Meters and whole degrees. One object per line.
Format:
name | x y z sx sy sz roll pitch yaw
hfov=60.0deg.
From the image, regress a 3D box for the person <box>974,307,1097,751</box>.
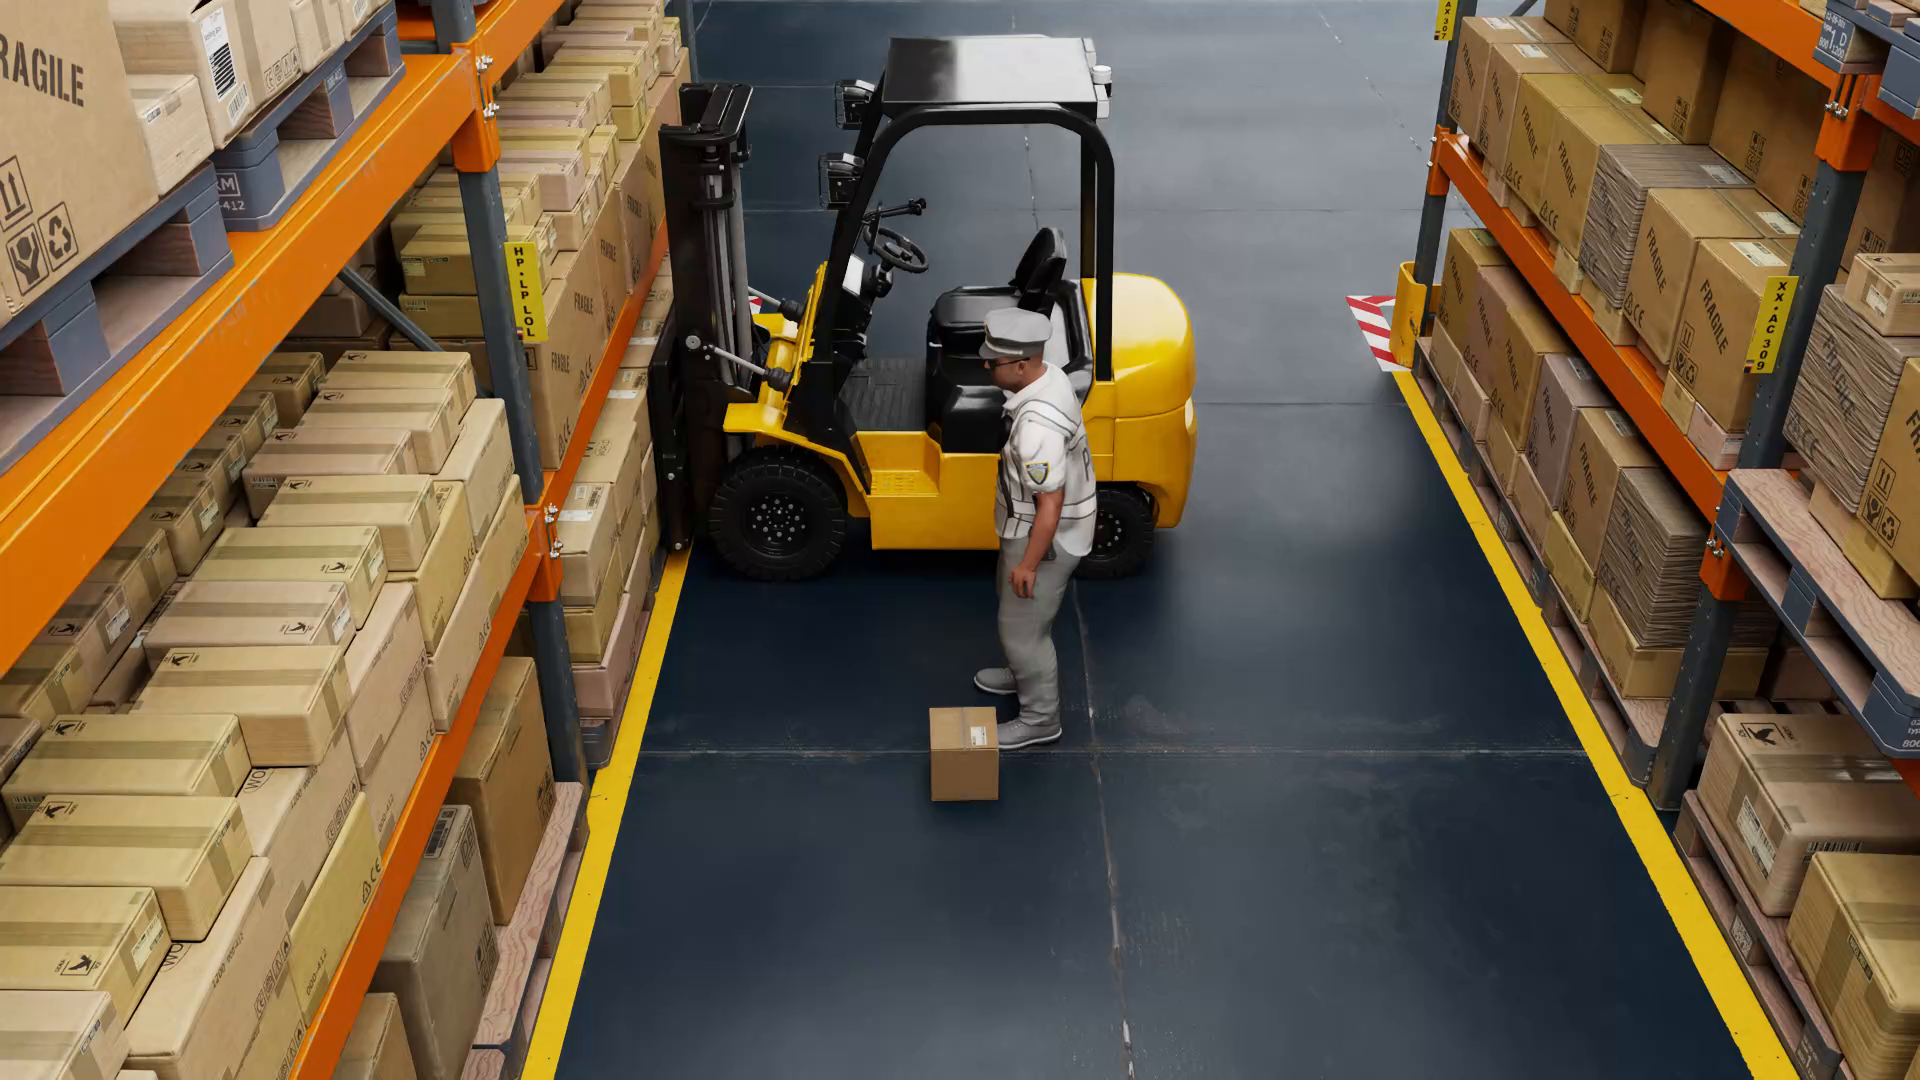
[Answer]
person | 0.279 -0.035 6.184 0.439 1.747 0.585 0 31 0
